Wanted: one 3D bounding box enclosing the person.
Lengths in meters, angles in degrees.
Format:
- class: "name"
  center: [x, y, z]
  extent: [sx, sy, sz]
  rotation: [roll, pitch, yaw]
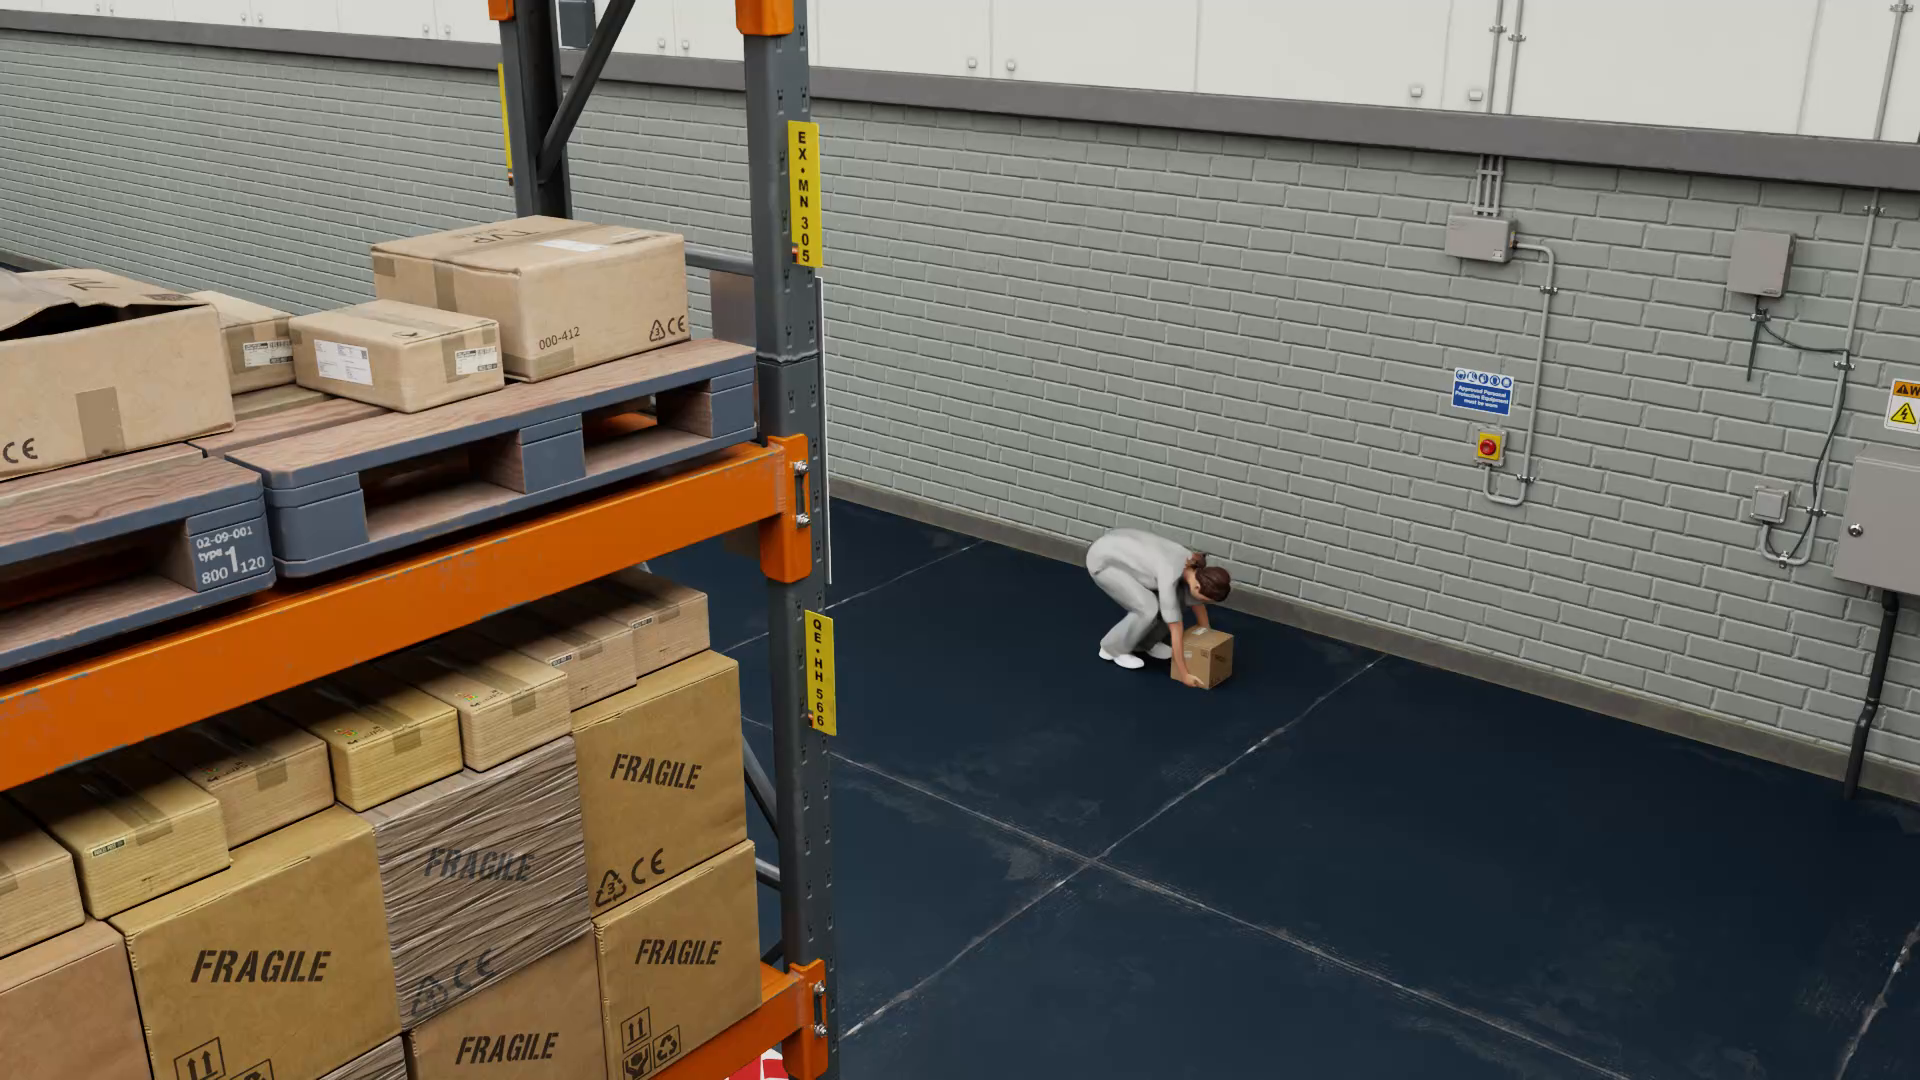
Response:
- class: "person"
  center: [1.122, 0.364, 9.443]
  extent: [0.866, 0.786, 0.456]
  rotation: [15, 25, 35]
